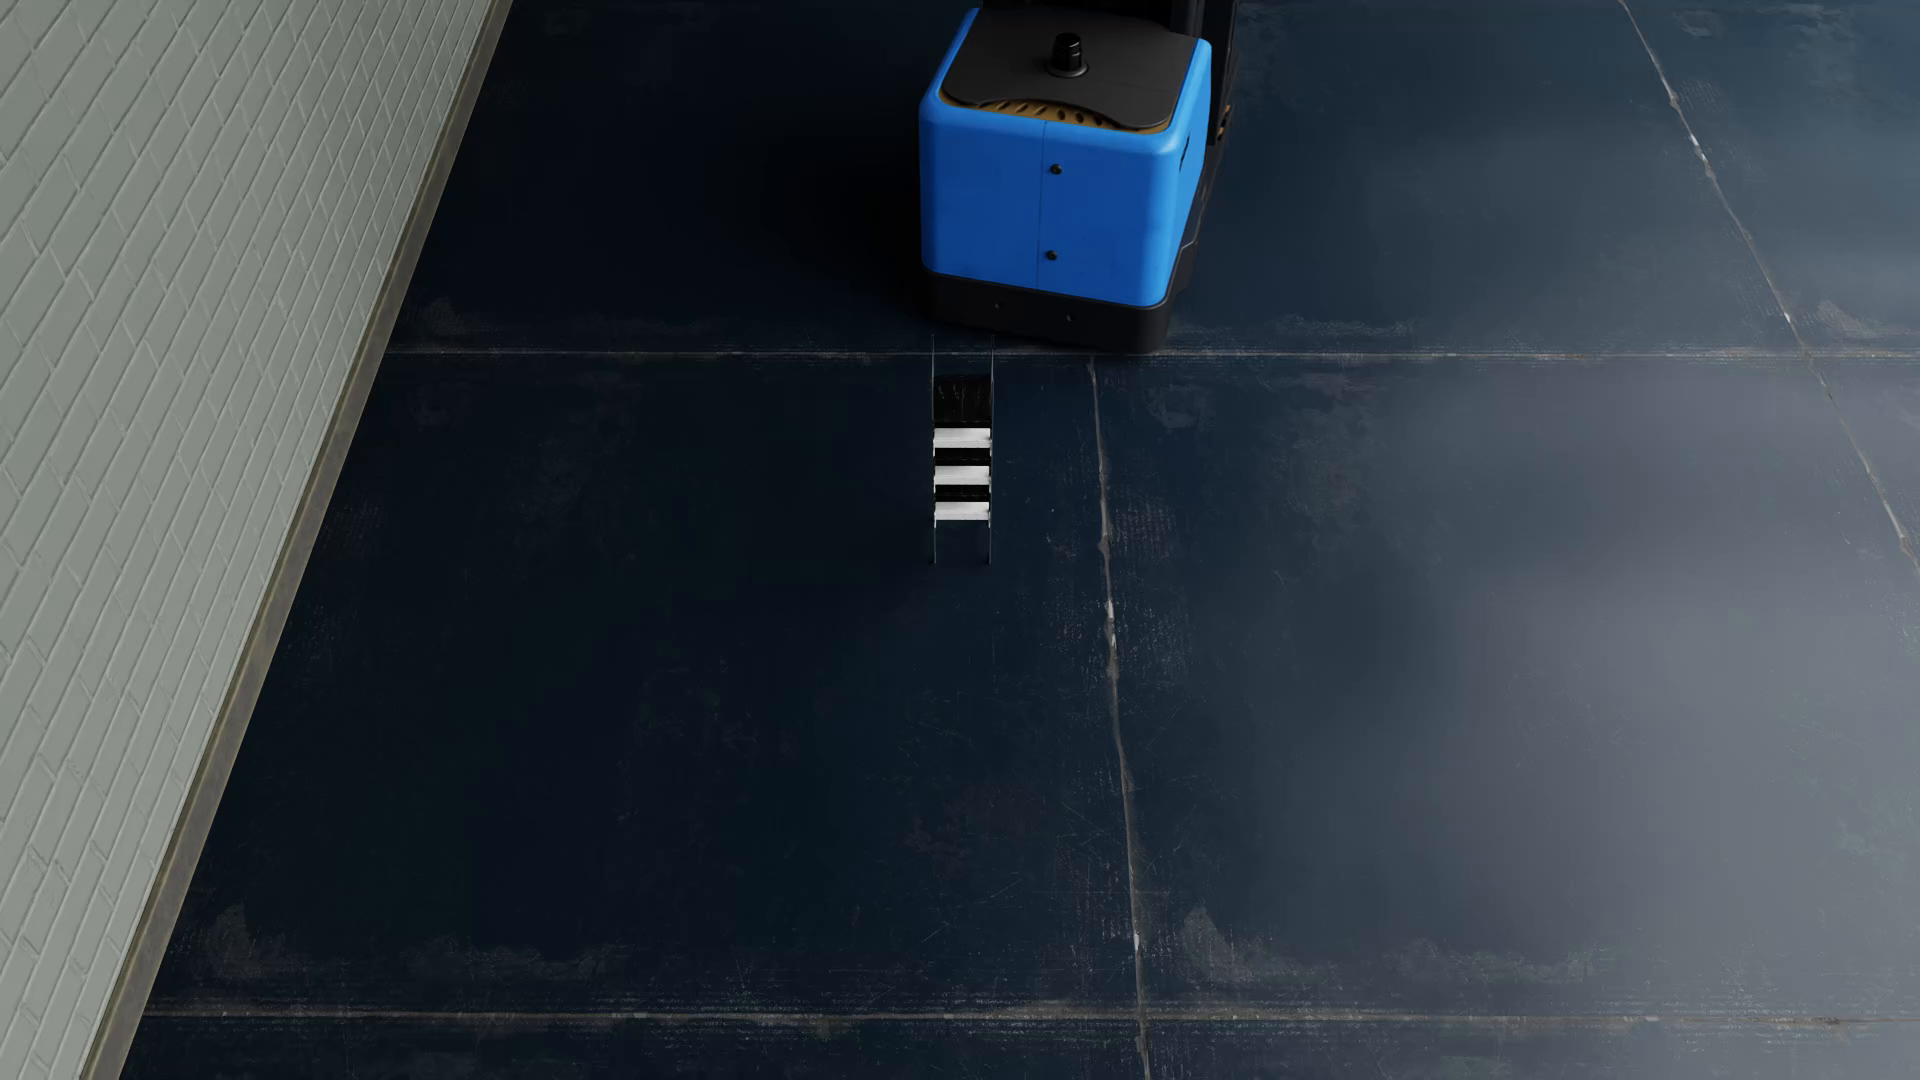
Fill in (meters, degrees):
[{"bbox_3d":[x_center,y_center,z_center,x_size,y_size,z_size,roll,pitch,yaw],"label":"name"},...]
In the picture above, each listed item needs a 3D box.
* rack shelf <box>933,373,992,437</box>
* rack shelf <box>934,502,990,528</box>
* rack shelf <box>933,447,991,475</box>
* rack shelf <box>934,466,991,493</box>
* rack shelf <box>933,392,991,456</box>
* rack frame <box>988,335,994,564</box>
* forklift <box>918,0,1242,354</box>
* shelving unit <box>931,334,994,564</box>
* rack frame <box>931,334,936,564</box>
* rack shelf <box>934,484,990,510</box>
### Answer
[{"bbox_3d":[0.008,-0.468,5.747,0.200,0.077,0.258,0,47,0],"label":"rack shelf"},{"bbox_3d":[0.008,-0.161,6.077,0.200,0.077,0.258,0,47,0],"label":"rack shelf"},{"bbox_3d":[0.008,-0.345,5.879,0.200,0.077,0.258,0,47,0],"label":"rack shelf"},{"bbox_3d":[0.008,-0.284,5.945,0.200,0.077,0.258,0,47,0],"label":"rack shelf"},{"bbox_3d":[0.008,-0.406,5.813,0.200,0.077,0.258,0,47,0],"label":"rack shelf"},{"bbox_3d":[0.110,-0.306,5.920,0.006,0.900,0.240,0,47,0],"label":"rack frame"},{"bbox_3d":[0.702,-2.867,6.916,1.130,2.935,3.031,11,48,10],"label":"forklift"},{"bbox_3d":[0.008,-0.307,5.921,0.210,0.900,0.258,0,47,0],"label":"shelving unit"},{"bbox_3d":[-0.094,-0.307,5.921,0.006,0.900,0.240,0,47,0],"label":"rack frame"},{"bbox_3d":[0.008,-0.223,6.011,0.200,0.077,0.258,0,47,0],"label":"rack shelf"}]
